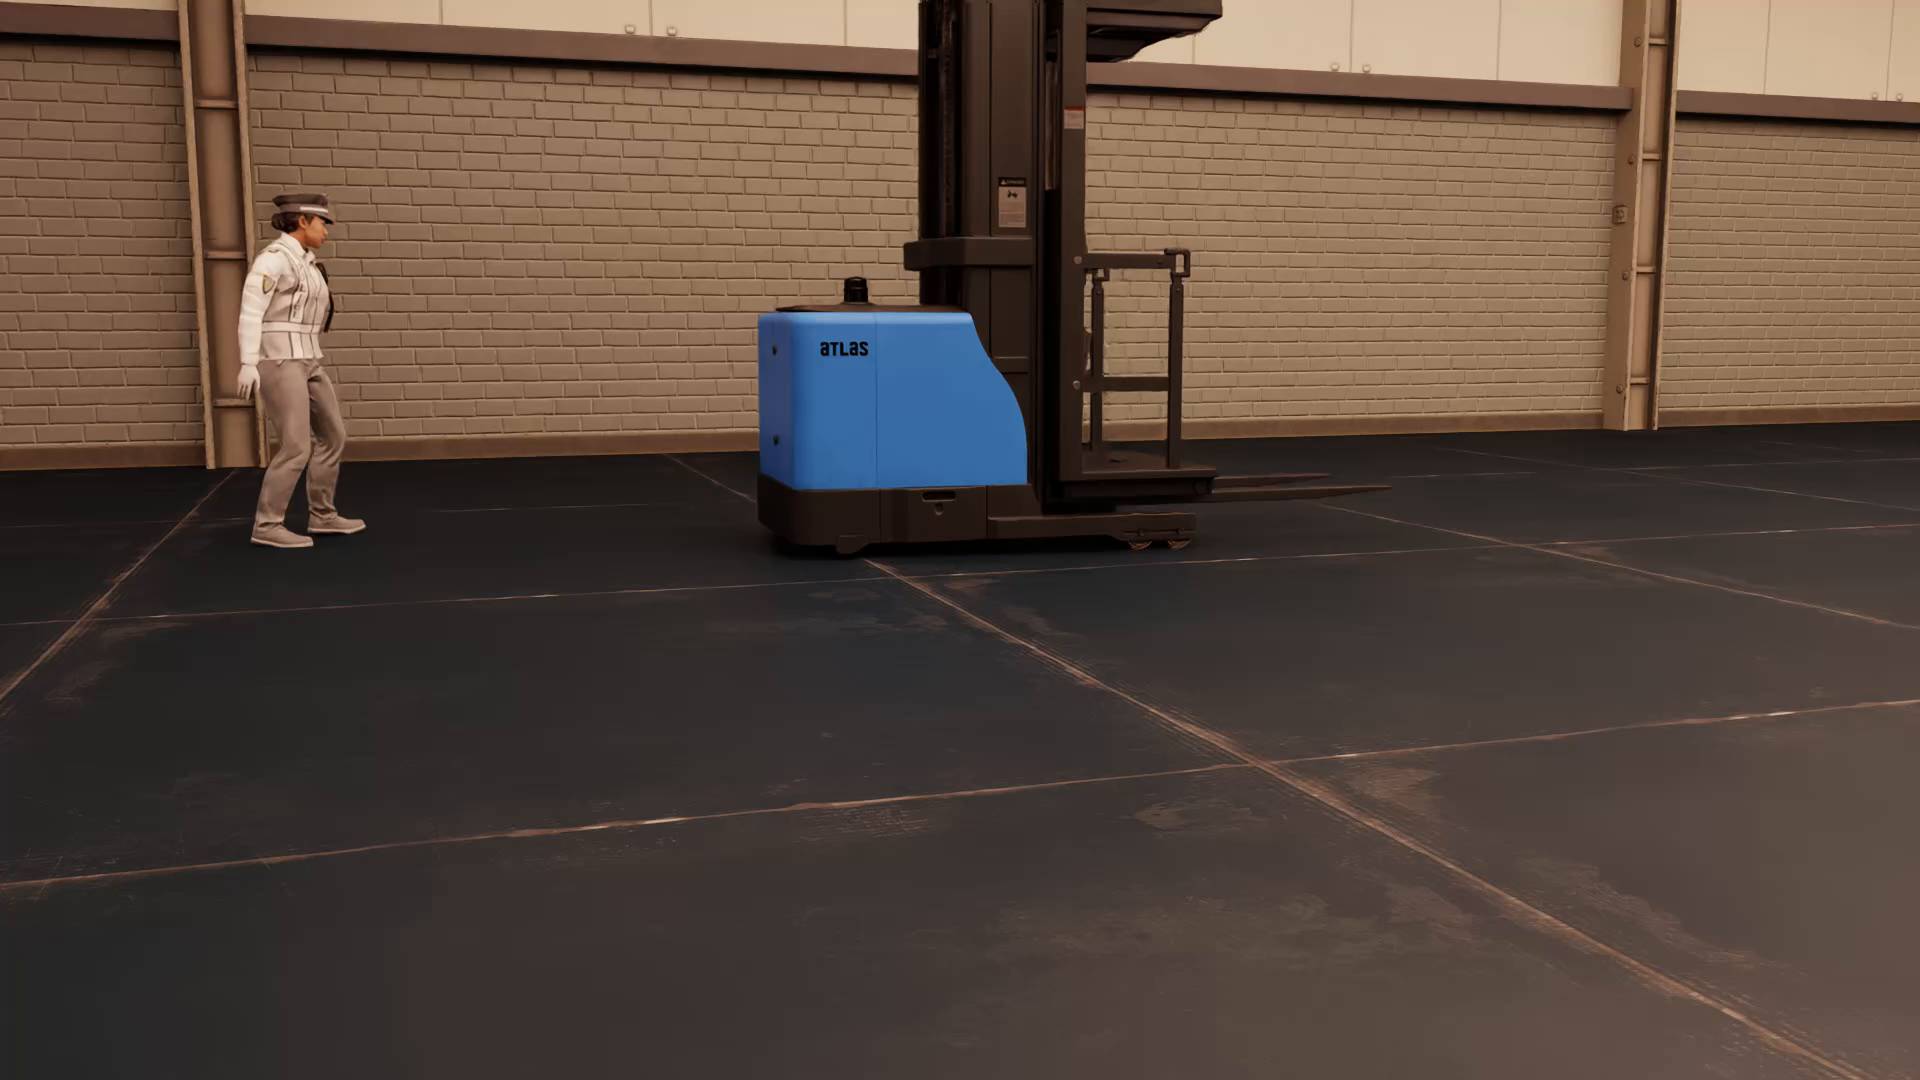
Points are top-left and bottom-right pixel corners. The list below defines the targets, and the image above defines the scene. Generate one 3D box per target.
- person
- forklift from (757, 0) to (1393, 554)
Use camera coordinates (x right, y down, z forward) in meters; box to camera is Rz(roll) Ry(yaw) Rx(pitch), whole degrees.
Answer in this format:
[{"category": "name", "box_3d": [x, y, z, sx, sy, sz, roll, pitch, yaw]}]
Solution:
[{"category": "person", "box_3d": [-3.097, -0.794, 7.756, 0.394, 1.637, 0.795, 0, 8, -1]}, {"category": "forklift", "box_3d": [0.590, -1.478, 7.918, 3.031, 2.935, 1.130, -2, 8, -16]}]
